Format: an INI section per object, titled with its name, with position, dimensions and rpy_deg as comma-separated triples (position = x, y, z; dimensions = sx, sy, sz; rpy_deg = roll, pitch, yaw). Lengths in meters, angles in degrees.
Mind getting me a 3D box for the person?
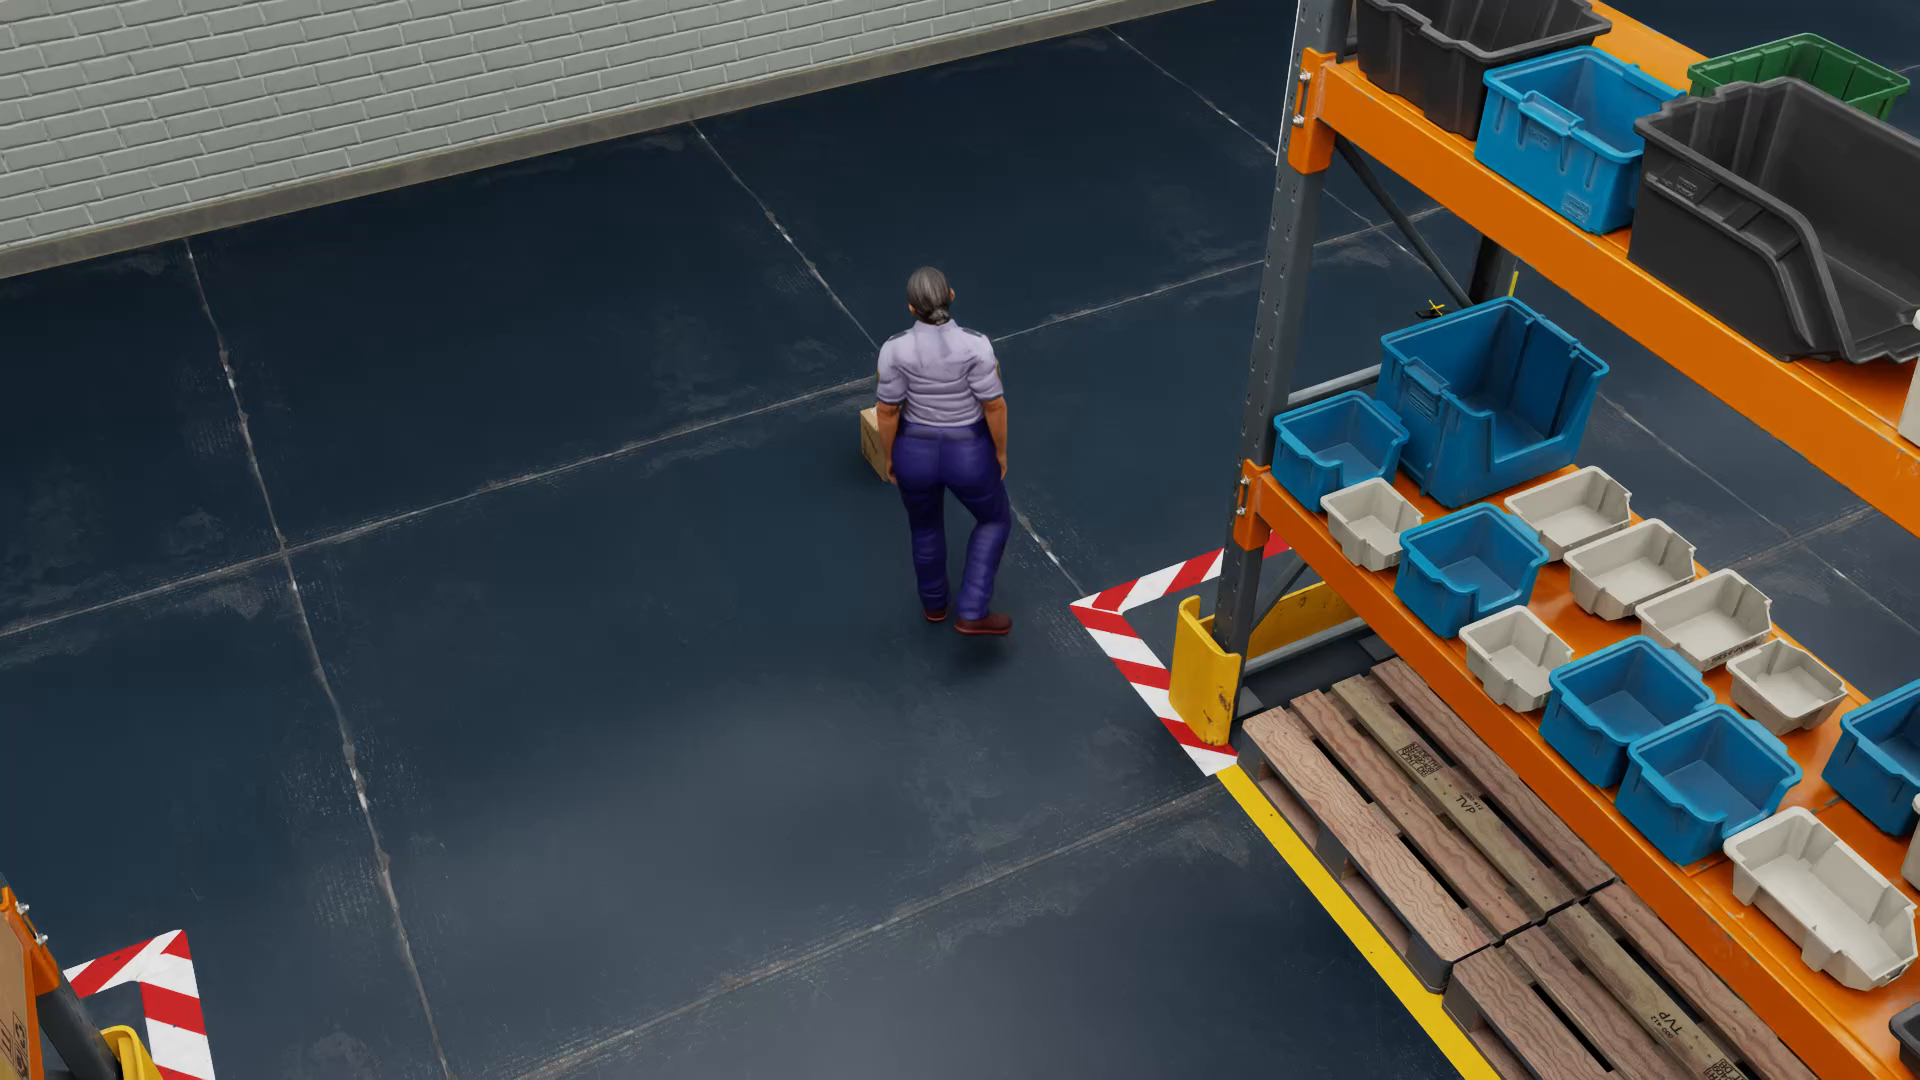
[person]
position = -0.052, -0.270, 6.471
dimensions = 0.553, 1.646, 0.557
rpy_deg = 3, 42, 4
